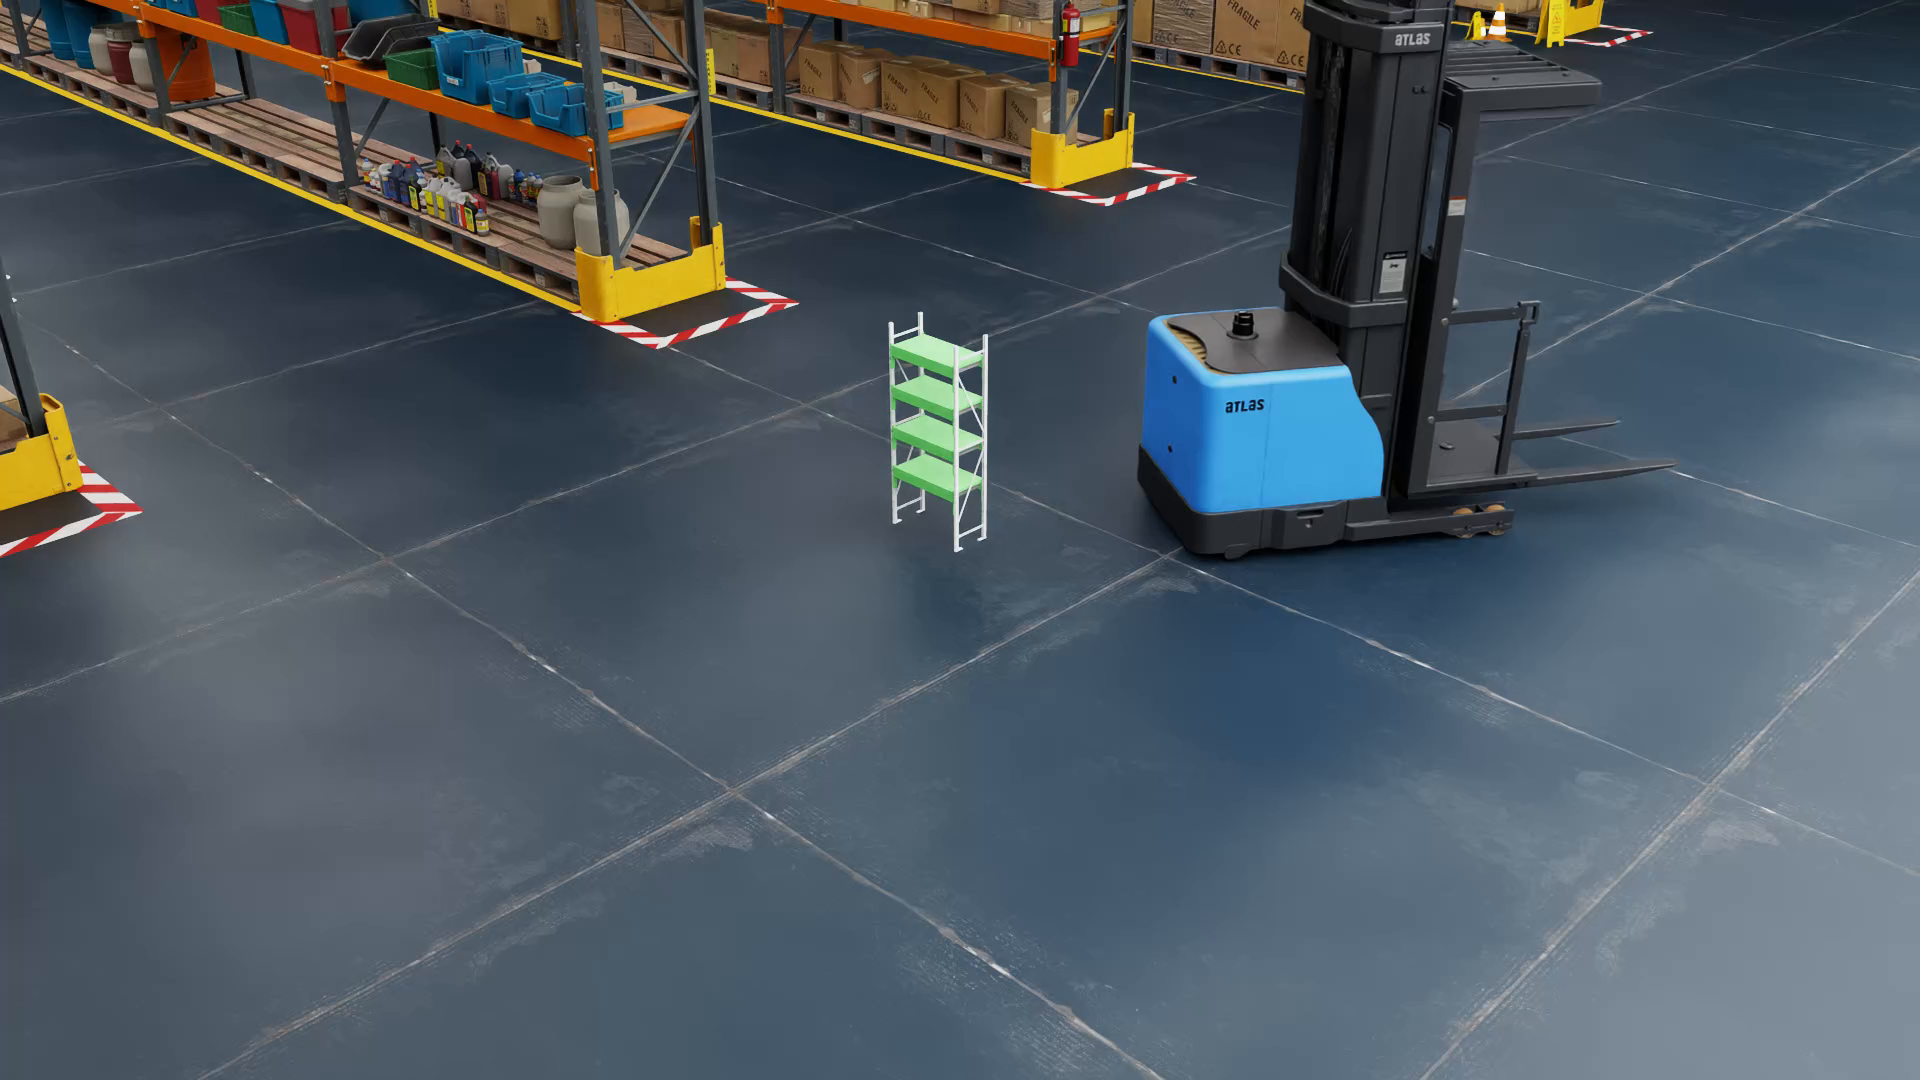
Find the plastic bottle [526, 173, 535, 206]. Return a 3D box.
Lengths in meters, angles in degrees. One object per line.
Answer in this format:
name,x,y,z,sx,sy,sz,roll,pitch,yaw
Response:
plastic bottle,-3.640,-2.990,14.172,0.097,0.271,0.097,0,28,0

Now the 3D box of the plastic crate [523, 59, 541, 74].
plastic crate,-3.767,-3.906,13.739,0.437,0.136,0.530,25,36,38

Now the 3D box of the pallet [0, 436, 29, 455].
pallet,-6.300,-0.522,10.016,1.213,0.211,1.003,25,36,38

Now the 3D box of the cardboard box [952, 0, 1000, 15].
cardboard box,0.409,-5.295,15.670,0.500,0.500,0.875,25,36,38

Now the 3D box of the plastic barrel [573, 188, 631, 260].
plastic barrel,-2.773,-2.437,12.884,0.421,0.512,0.421,0,28,0

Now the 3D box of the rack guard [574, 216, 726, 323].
rack guard,-2.337,-2.066,12.642,0.348,0.500,1.175,25,36,38

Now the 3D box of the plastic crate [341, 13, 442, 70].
plastic crate,-4.818,-4.228,14.134,0.504,0.338,0.767,25,36,38

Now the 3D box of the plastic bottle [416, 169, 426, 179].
plastic bottle,-4.630,-3.047,14.281,0.097,0.271,0.097,0,28,0

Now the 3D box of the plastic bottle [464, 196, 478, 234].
plastic bottle,-3.963,-2.642,13.497,0.061,0.283,0.133,-24,36,-38

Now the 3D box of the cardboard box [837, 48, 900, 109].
cardboard box,-0.959,-4.863,17.511,0.500,0.500,0.500,-13,31,-24

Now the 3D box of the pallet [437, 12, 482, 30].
pallet,-6.732,-7.262,22.833,1.213,0.211,1.003,25,36,38

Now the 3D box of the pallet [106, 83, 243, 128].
pallet,-8.546,-4.783,18.119,1.213,0.211,1.003,25,36,38

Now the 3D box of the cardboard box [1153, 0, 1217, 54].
cardboard box,2.964,-6.449,20.124,0.875,0.875,0.875,25,37,39

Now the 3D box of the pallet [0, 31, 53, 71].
pallet,-11.359,-6.072,20.570,1.213,0.211,1.003,25,36,38

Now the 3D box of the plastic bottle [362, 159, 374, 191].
plastic bottle,-5.183,-3.206,14.583,0.097,0.271,0.097,0,28,0

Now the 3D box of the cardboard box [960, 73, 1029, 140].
cardboard box,0.338,-4.279,16.400,0.500,0.500,0.500,-15,31,-27

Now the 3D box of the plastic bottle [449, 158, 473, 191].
plastic bottle,-4.390,-3.223,14.611,0.135,0.276,0.152,25,36,38

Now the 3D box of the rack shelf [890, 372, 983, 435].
rack shelf,-0.118,-0.741,8.992,0.480,0.148,0.258,25,36,38

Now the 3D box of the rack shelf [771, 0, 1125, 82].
rack shelf,-0.204,-5.141,16.577,4.000,0.370,1.077,25,36,38

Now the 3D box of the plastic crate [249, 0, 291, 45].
plastic crate,-6.107,-4.718,15.017,0.575,0.384,0.392,25,36,38

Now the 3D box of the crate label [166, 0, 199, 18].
crate label,-7.436,-5.375,16.212,0.616,0.435,0.502,25,36,38

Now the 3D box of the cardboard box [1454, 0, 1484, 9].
cardboard box,7.041,-7.411,22.624,0.500,0.250,0.500,25,37,39

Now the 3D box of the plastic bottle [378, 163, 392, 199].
plastic bottle,-4.933,-3.112,14.399,0.152,0.276,0.135,-24,36,-37

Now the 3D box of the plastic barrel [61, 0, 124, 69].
plastic barrel,-9.926,-5.922,19.092,0.708,0.901,0.600,25,36,38

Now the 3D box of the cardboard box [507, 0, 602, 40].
cardboard box,-4.960,-6.895,20.971,0.875,0.875,1.225,23,35,36

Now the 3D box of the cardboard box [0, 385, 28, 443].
cardboard box,-5.952,-0.738,9.934,0.500,0.250,0.500,25,36,38

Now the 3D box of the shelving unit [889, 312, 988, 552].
shelving unit,-0.118,-0.585,9.073,0.503,1.200,0.258,25,36,38

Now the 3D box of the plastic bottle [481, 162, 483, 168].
plastic bottle,-4.159,-3.244,14.643,0.061,0.283,0.133,-22,35,-36

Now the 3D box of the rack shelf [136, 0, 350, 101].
rack shelf,-6.529,-4.803,15.934,4.000,0.370,1.077,25,36,38

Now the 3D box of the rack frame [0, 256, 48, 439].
rack frame,-5.726,-1.521,8.919,0.127,3.000,1.000,25,36,38

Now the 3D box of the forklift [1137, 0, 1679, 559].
forklift,2.613,-1.539,9.028,3.031,2.935,1.130,-6,28,-11

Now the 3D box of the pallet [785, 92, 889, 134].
pallet,-1.126,-4.671,17.906,1.213,0.211,1.003,25,36,38

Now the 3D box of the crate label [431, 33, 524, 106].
crate label,-3.752,-3.690,13.006,0.616,0.435,0.502,25,36,38

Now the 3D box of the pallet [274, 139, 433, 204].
pallet,-5.690,-3.478,15.637,1.213,0.211,1.003,25,36,38

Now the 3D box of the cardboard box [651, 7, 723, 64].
cardboard box,-3.177,-5.934,19.526,0.700,0.500,0.500,-22,35,-35

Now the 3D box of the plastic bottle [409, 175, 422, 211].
plastic bottle,-4.595,-2.931,14.046,0.061,0.283,0.133,-23,36,-37

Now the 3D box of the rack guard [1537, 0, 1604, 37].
rack guard,8.116,-7.014,22.052,0.348,0.500,1.175,25,36,38

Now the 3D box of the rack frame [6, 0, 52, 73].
rack frame,-10.807,-7.079,19.489,0.127,3.000,1.000,25,36,38

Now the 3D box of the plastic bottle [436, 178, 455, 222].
plastic bottle,-4.248,-2.829,13.780,0.144,0.351,0.185,-24,36,-37

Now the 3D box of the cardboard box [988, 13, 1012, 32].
cardboard box,0.482,-4.867,15.552,0.250,0.149,0.380,25,36,38

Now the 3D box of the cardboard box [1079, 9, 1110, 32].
cardboard box,1.186,-4.868,15.555,0.250,0.149,0.380,25,36,38

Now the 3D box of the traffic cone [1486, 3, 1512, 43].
traffic cone,6.959,-6.685,21.467,0.334,0.463,0.336,25,36,38

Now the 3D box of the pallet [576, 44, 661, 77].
pallet,-3.926,-5.928,20.296,1.213,0.211,1.003,25,36,38

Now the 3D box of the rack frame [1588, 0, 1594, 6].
rack frame,8.170,-8.096,21.423,0.127,3.000,1.000,25,36,38

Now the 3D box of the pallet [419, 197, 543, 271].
pallet,-3.779,-2.603,13.974,1.213,0.211,1.003,25,36,38

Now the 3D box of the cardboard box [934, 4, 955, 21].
cardboard box,-0.029,-5.123,16.039,0.250,0.149,0.380,25,36,38

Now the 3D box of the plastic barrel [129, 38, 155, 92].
plastic barrel,-8.781,-5.167,18.075,0.421,0.512,0.421,0,28,0

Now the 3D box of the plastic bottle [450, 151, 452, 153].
plastic bottle,-4.528,-3.413,14.964,0.061,0.283,0.133,-23,36,-37

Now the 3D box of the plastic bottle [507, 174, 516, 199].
plastic bottle,-3.858,-3.058,14.377,0.097,0.201,0.097,0,28,0

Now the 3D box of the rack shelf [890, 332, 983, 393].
rack shelf,-0.118,-0.953,8.880,0.480,0.148,0.258,25,36,38

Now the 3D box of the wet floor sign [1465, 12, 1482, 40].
wet floor sign,6.180,-6.026,20.016,0.232,0.644,0.267,18,33,30

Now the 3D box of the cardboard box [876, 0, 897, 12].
cardboard box,-0.609,-5.346,16.464,0.250,0.149,0.380,25,36,38

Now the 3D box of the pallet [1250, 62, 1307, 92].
pallet,4.147,-5.421,19.332,1.213,0.211,1.003,25,36,38

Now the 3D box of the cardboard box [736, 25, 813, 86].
cardboard box,-2.053,-5.408,18.525,0.500,0.500,0.700,21,34,35
